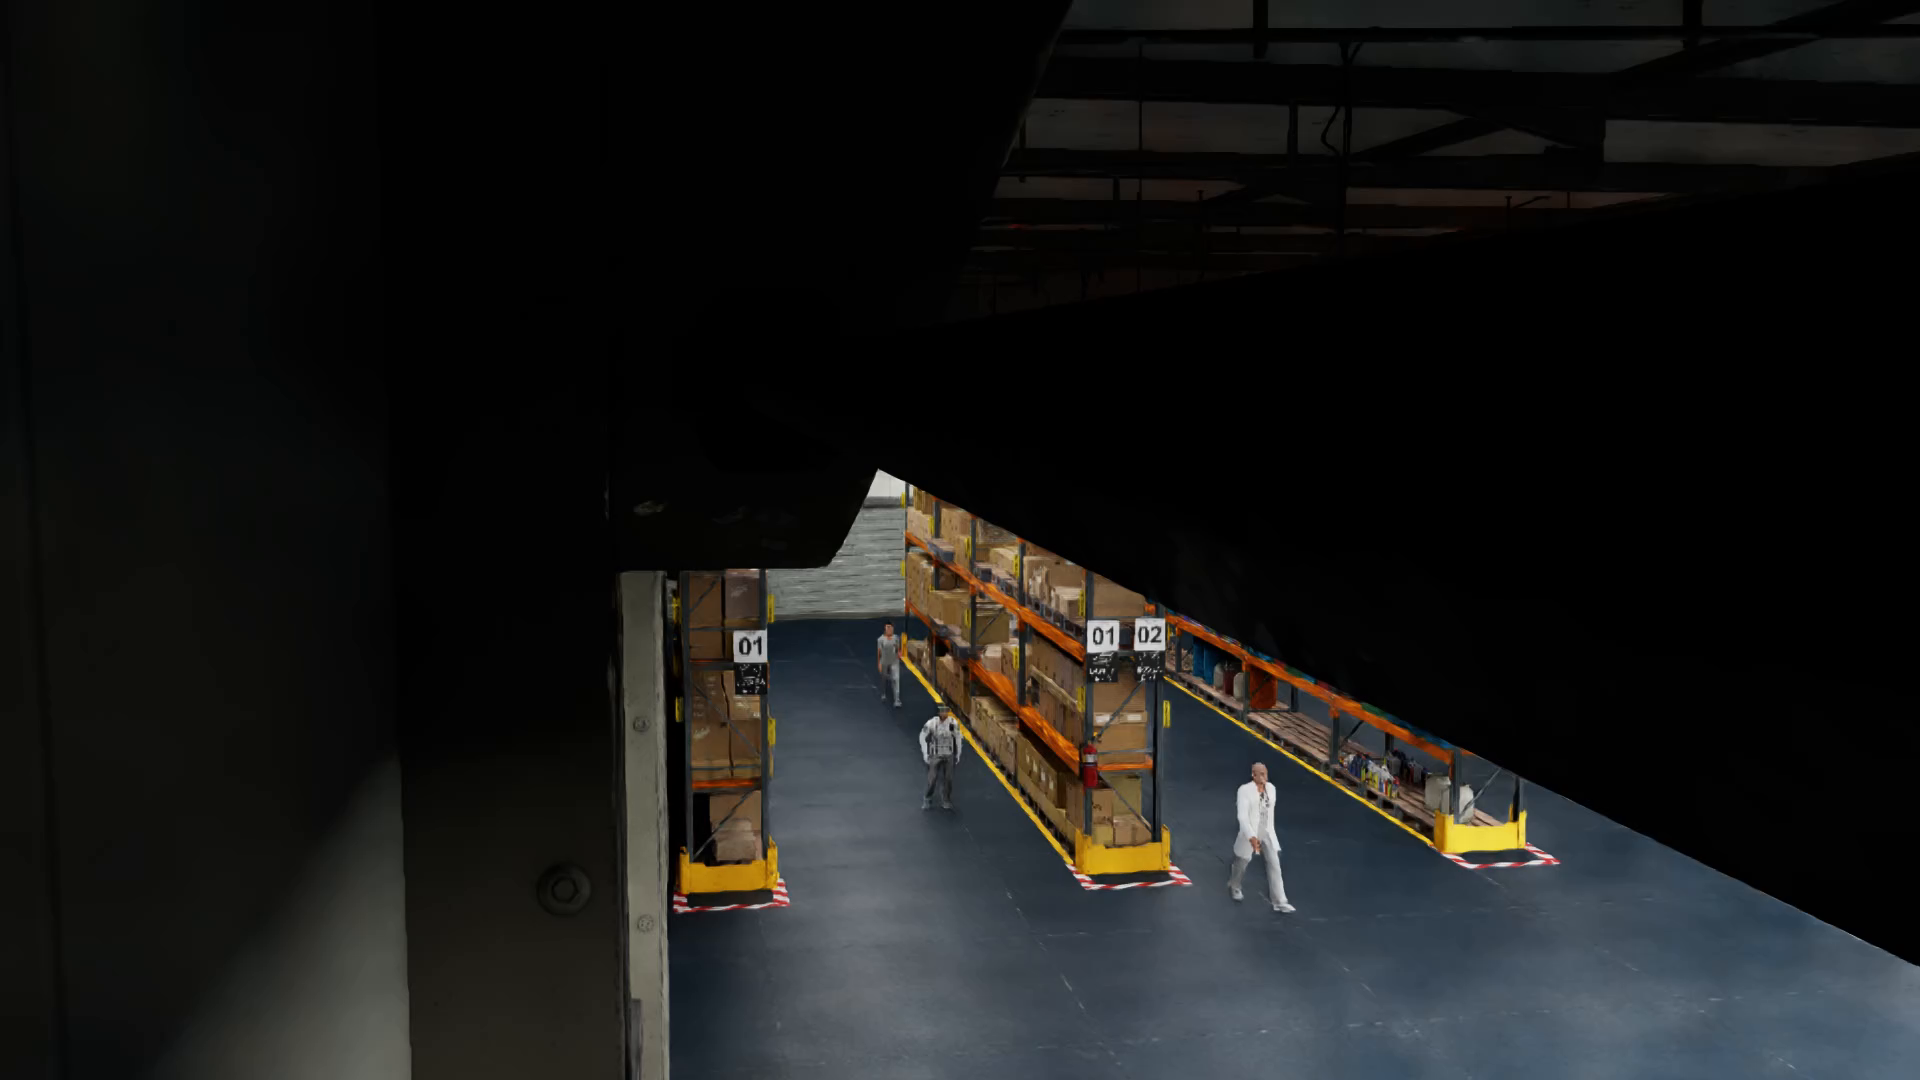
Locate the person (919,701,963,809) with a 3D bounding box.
[{"bbox_3d":[-0.272,3.067,23.772,0.639,1.628,0.512,-1,6,-12],"label":"person"}]

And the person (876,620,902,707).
[{"bbox_3d":[-1.343,2.291,31.193,0.446,1.590,1.110,-1,6,-8],"label":"person"}]

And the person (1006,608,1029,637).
[{"bbox_3d":[1.215,1.859,35.293,0.461,1.623,0.999,-1,6,-11],"label":"person"}]

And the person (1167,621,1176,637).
[{"bbox_3d":[4.762,1.511,38.771,0.526,1.586,0.636,3,7,24],"label":"person"}]

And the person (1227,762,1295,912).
[{"bbox_3d":[3.484,3.445,19.451,0.580,1.715,1.085,-2,6,-18],"label":"person"}]
